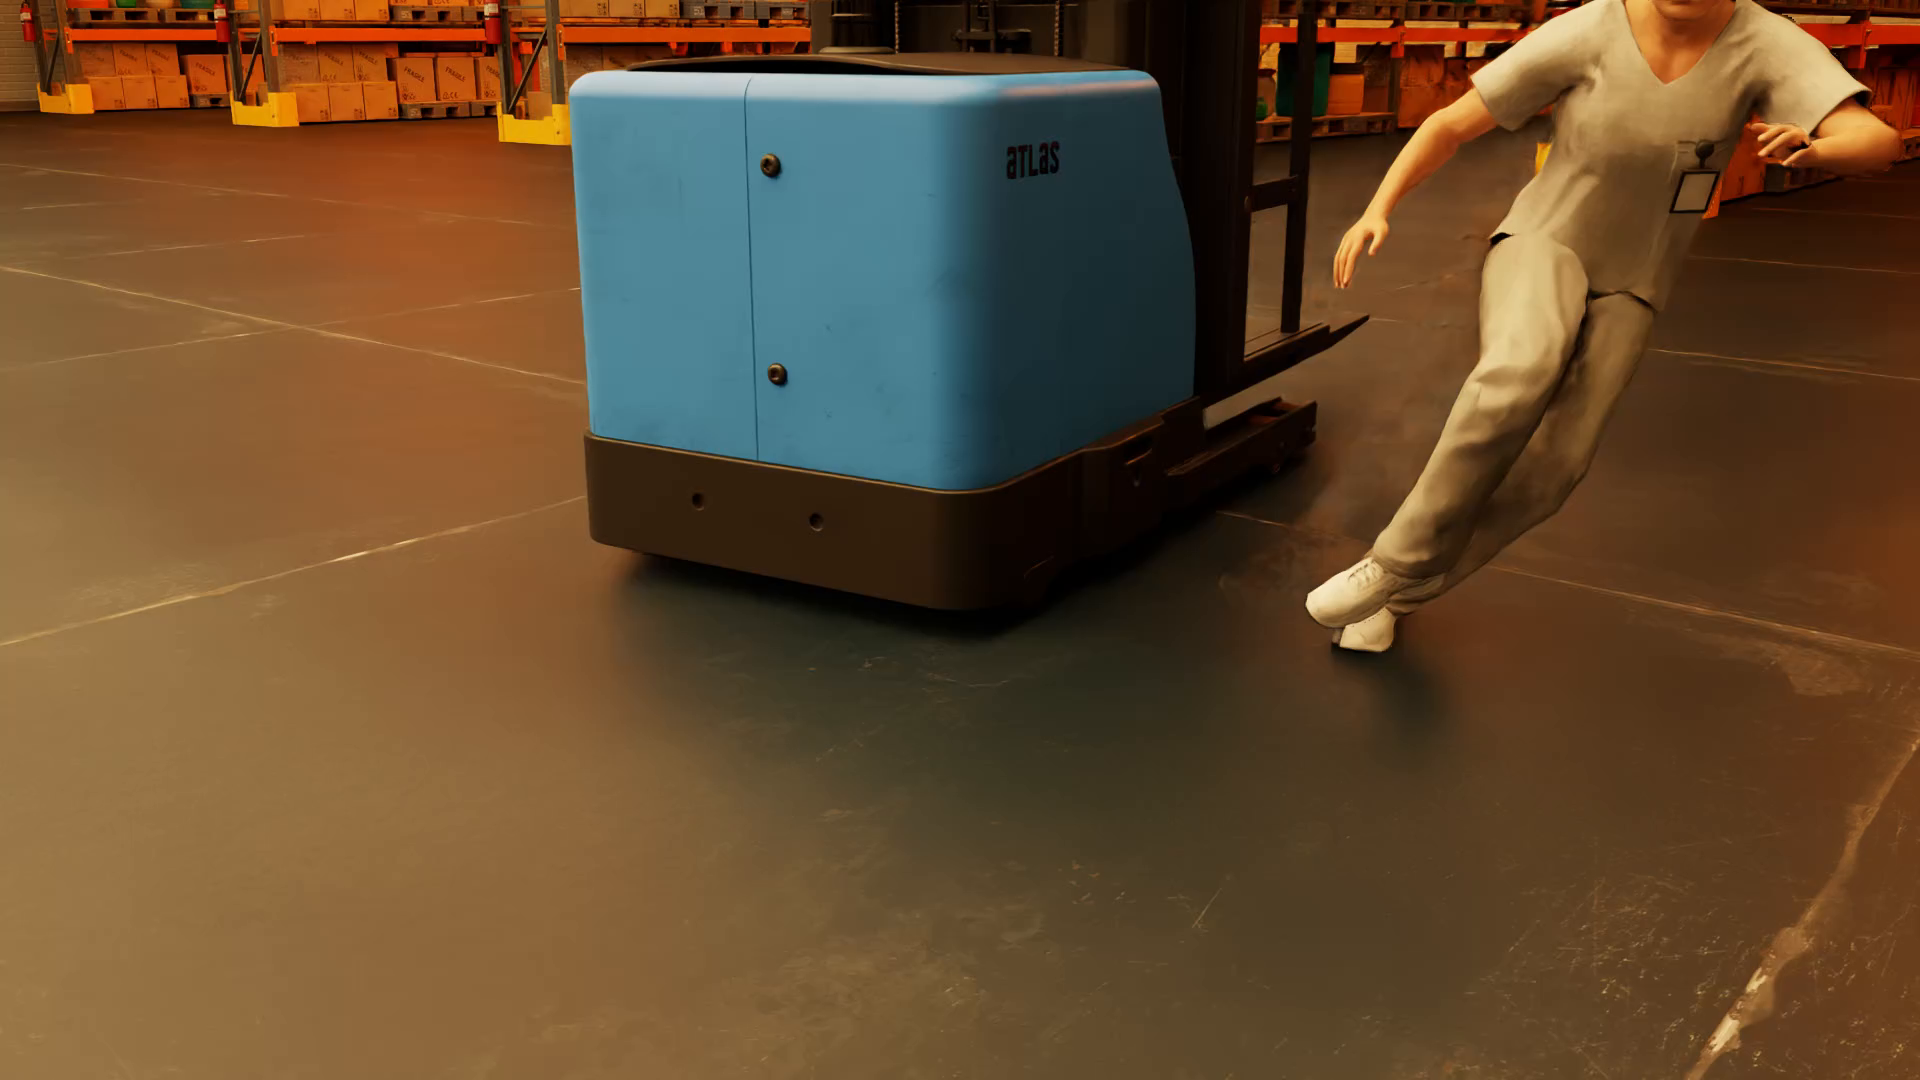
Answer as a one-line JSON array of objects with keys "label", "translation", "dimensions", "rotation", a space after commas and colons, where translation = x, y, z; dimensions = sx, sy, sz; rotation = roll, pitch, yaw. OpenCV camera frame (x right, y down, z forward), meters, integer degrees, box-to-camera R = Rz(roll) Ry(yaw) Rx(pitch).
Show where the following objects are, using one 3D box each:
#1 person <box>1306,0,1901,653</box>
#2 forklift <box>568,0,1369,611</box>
[{"label": "person", "translation": [1.081, -0.429, 2.914], "dimensions": [0.869, 1.442, 0.812], "rotation": [1, 17, 3]}, {"label": "forklift", "translation": [0.353, -1.639, 4.296], "dimensions": [1.130, 2.935, 3.031], "rotation": [10, 19, 29]}]
